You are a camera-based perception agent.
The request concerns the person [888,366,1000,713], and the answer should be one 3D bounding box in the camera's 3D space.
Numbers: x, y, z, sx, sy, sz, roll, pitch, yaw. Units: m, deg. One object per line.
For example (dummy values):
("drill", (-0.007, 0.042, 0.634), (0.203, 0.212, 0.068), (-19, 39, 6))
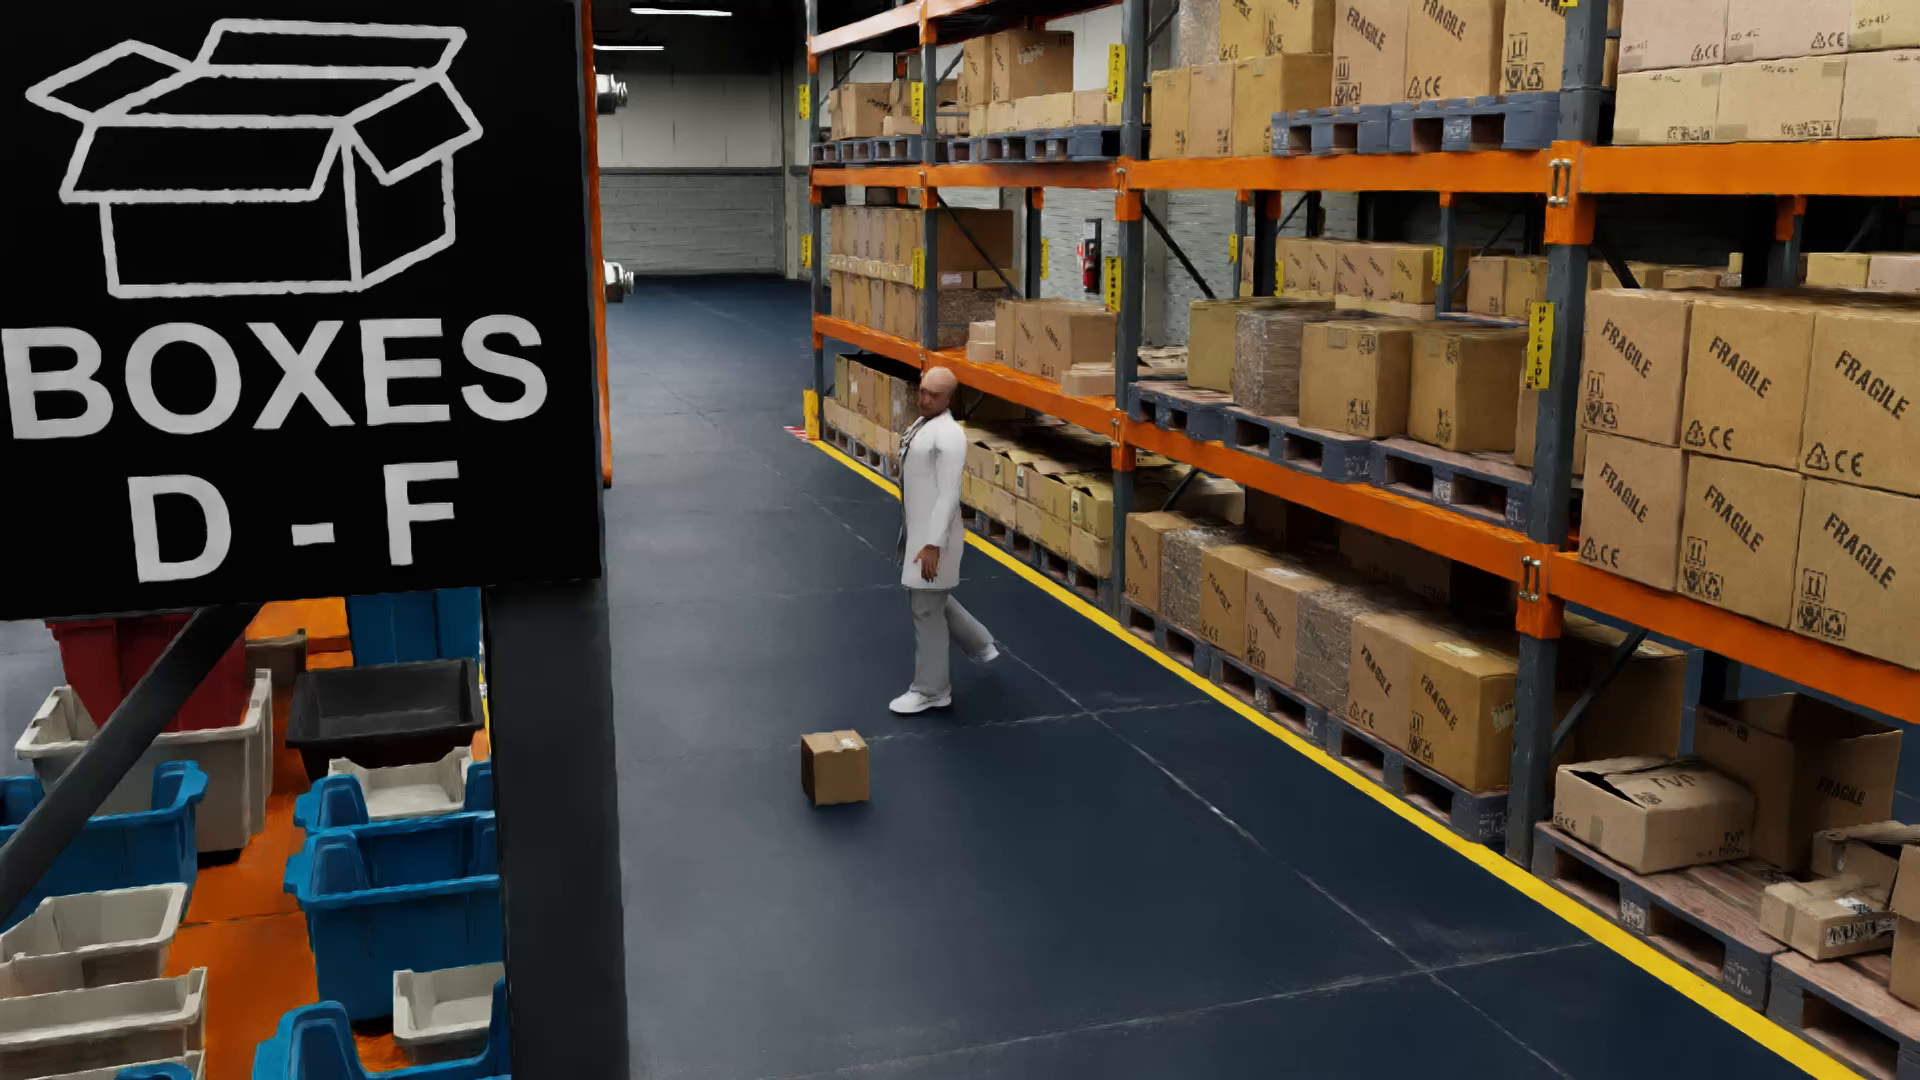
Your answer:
("person", (-0.091, -0.027, 8.625), (0.666, 1.775, 0.787), (-3, 13, -13))
